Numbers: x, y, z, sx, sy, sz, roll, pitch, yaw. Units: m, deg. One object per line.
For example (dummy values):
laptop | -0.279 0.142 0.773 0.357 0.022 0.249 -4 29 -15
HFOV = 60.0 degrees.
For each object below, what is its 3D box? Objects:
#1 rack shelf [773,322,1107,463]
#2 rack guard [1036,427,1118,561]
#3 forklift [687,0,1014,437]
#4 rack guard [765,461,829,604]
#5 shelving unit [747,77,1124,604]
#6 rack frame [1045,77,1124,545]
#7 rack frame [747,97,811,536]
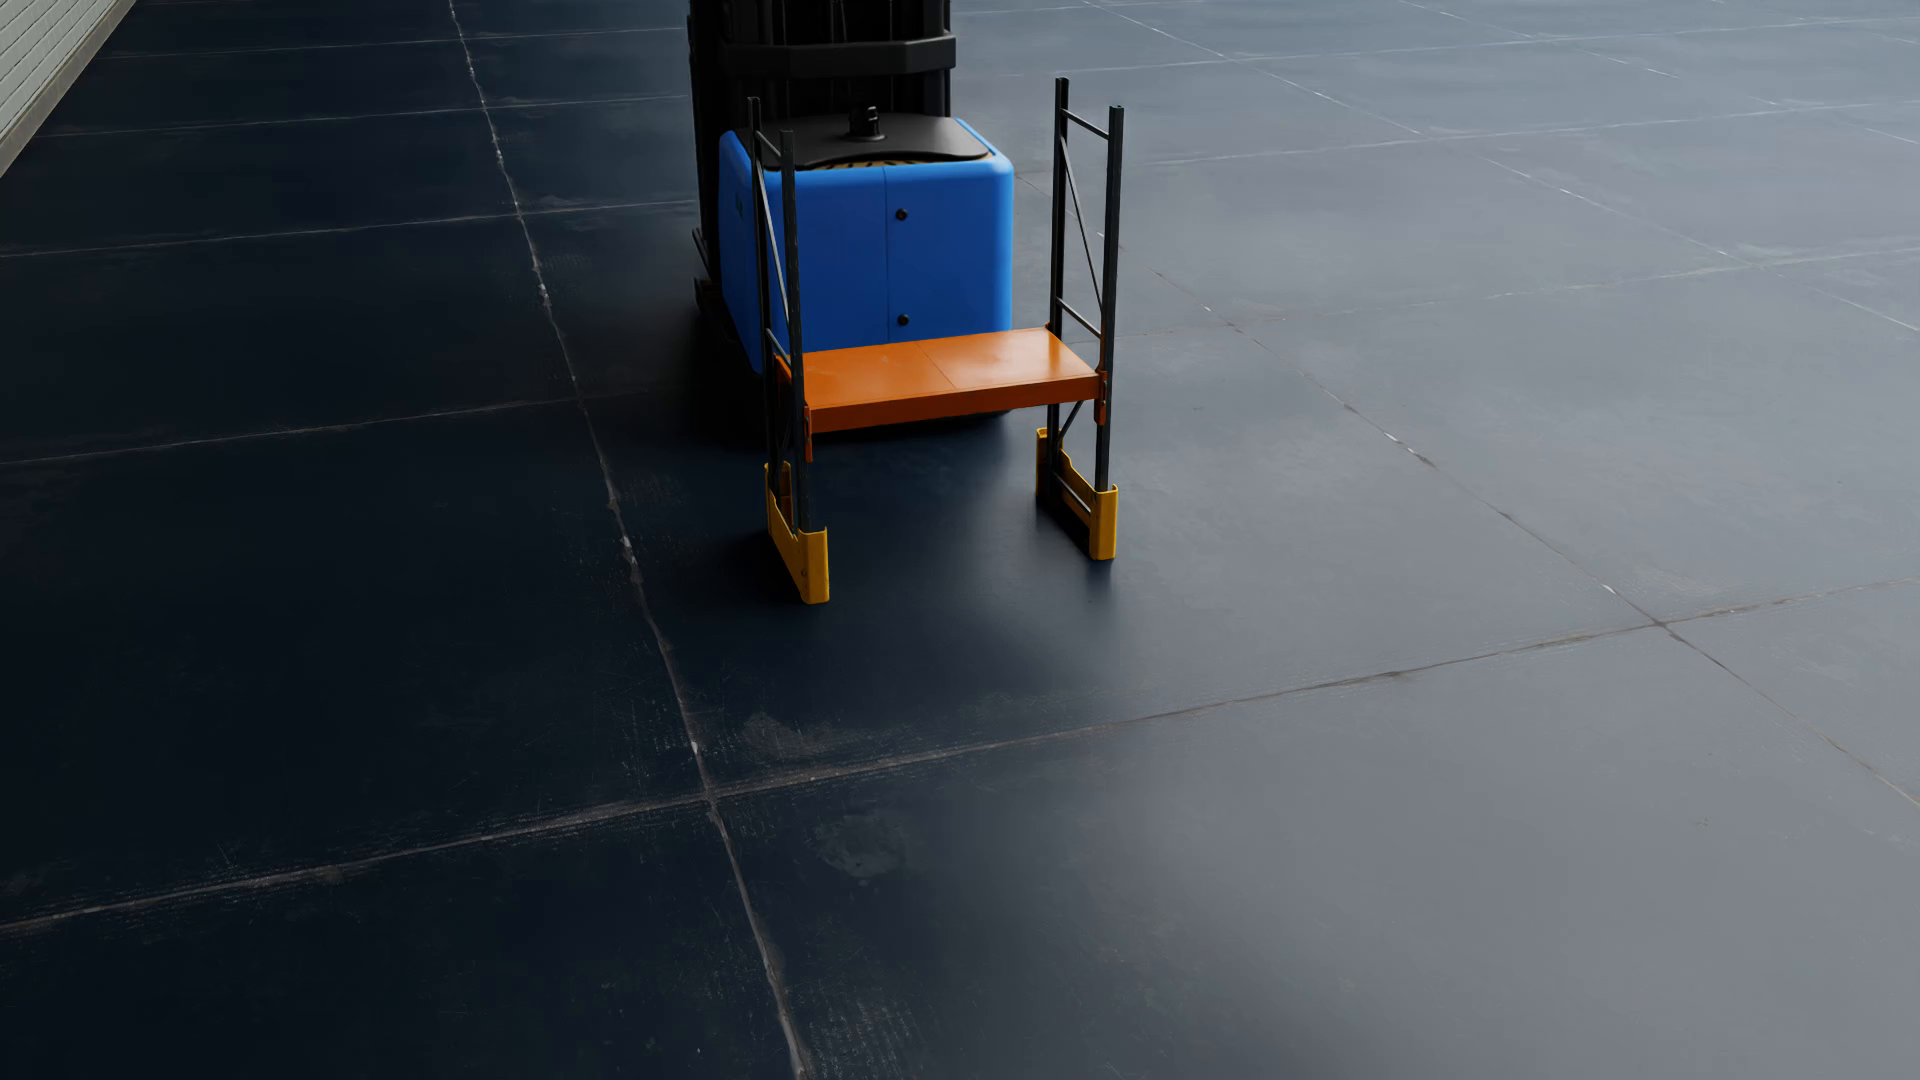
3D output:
rack shelf | -0.081 -0.499 5.473 1.000 0.185 0.538 -8 28 -16
rack guard | 0.401 -0.170 5.811 0.087 0.250 0.587 -8 28 -16
forklift | -0.641 -2.344 7.175 1.130 2.935 3.031 -6 27 -13
rack guard | -0.546 -0.033 5.535 0.087 0.250 0.587 -8 28 -16
shelving unit | -0.073 -0.661 5.395 1.083 1.500 0.587 -8 28 -16
rack frame | 0.402 -0.730 5.534 0.032 1.500 0.500 -8 28 -16
rack frame | -0.564 -0.590 5.252 0.032 1.500 0.500 -8 28 -16
